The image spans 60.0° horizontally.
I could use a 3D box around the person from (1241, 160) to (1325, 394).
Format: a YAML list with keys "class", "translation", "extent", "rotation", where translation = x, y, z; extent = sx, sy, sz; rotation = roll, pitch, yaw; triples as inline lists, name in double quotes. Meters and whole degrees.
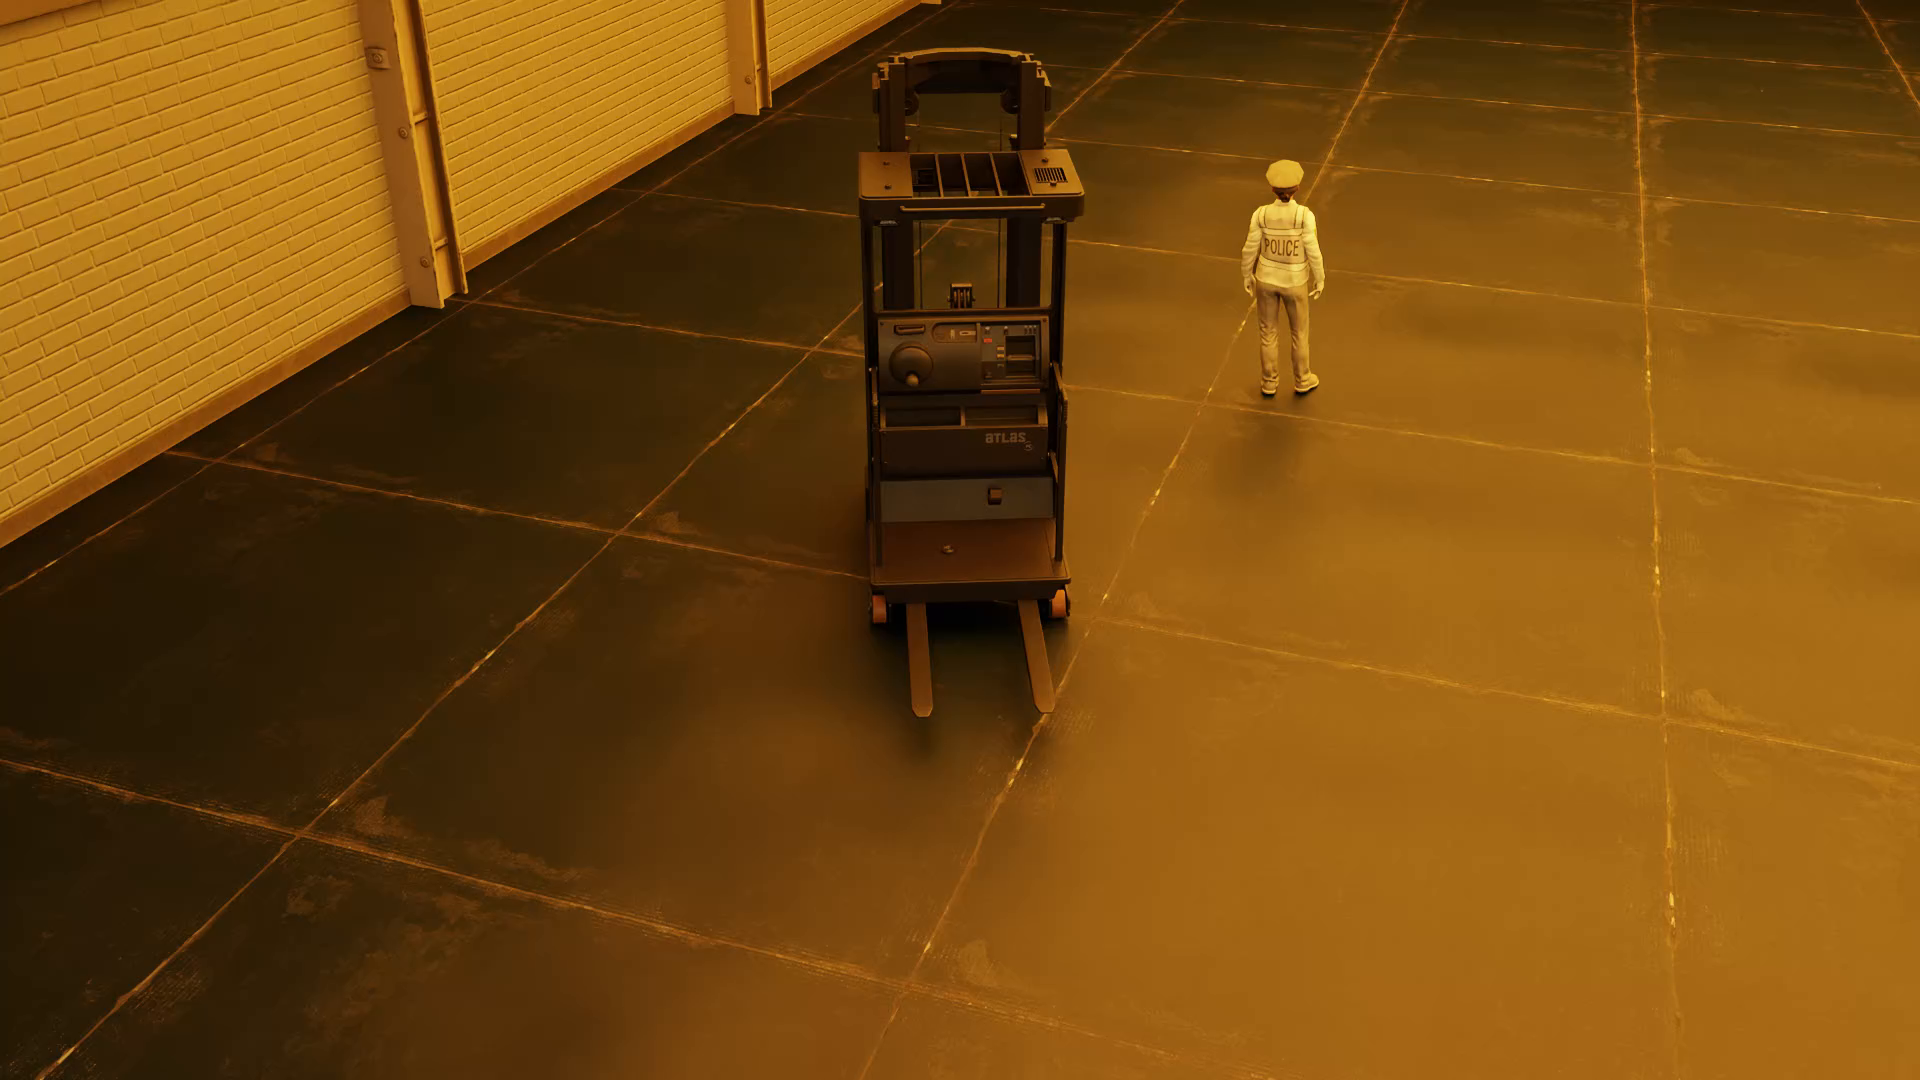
- class: "person"
  translation: [2.254, -1.824, 11.571]
  extent: [0.588, 1.694, 0.530]
  rotation: [11, 31, 18]

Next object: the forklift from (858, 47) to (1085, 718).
- class: "forklift"
  translation: [0.035, -0.972, 8.842]
  extent: [1.130, 2.935, 3.031]
  rotation: [-2, 30, -3]
